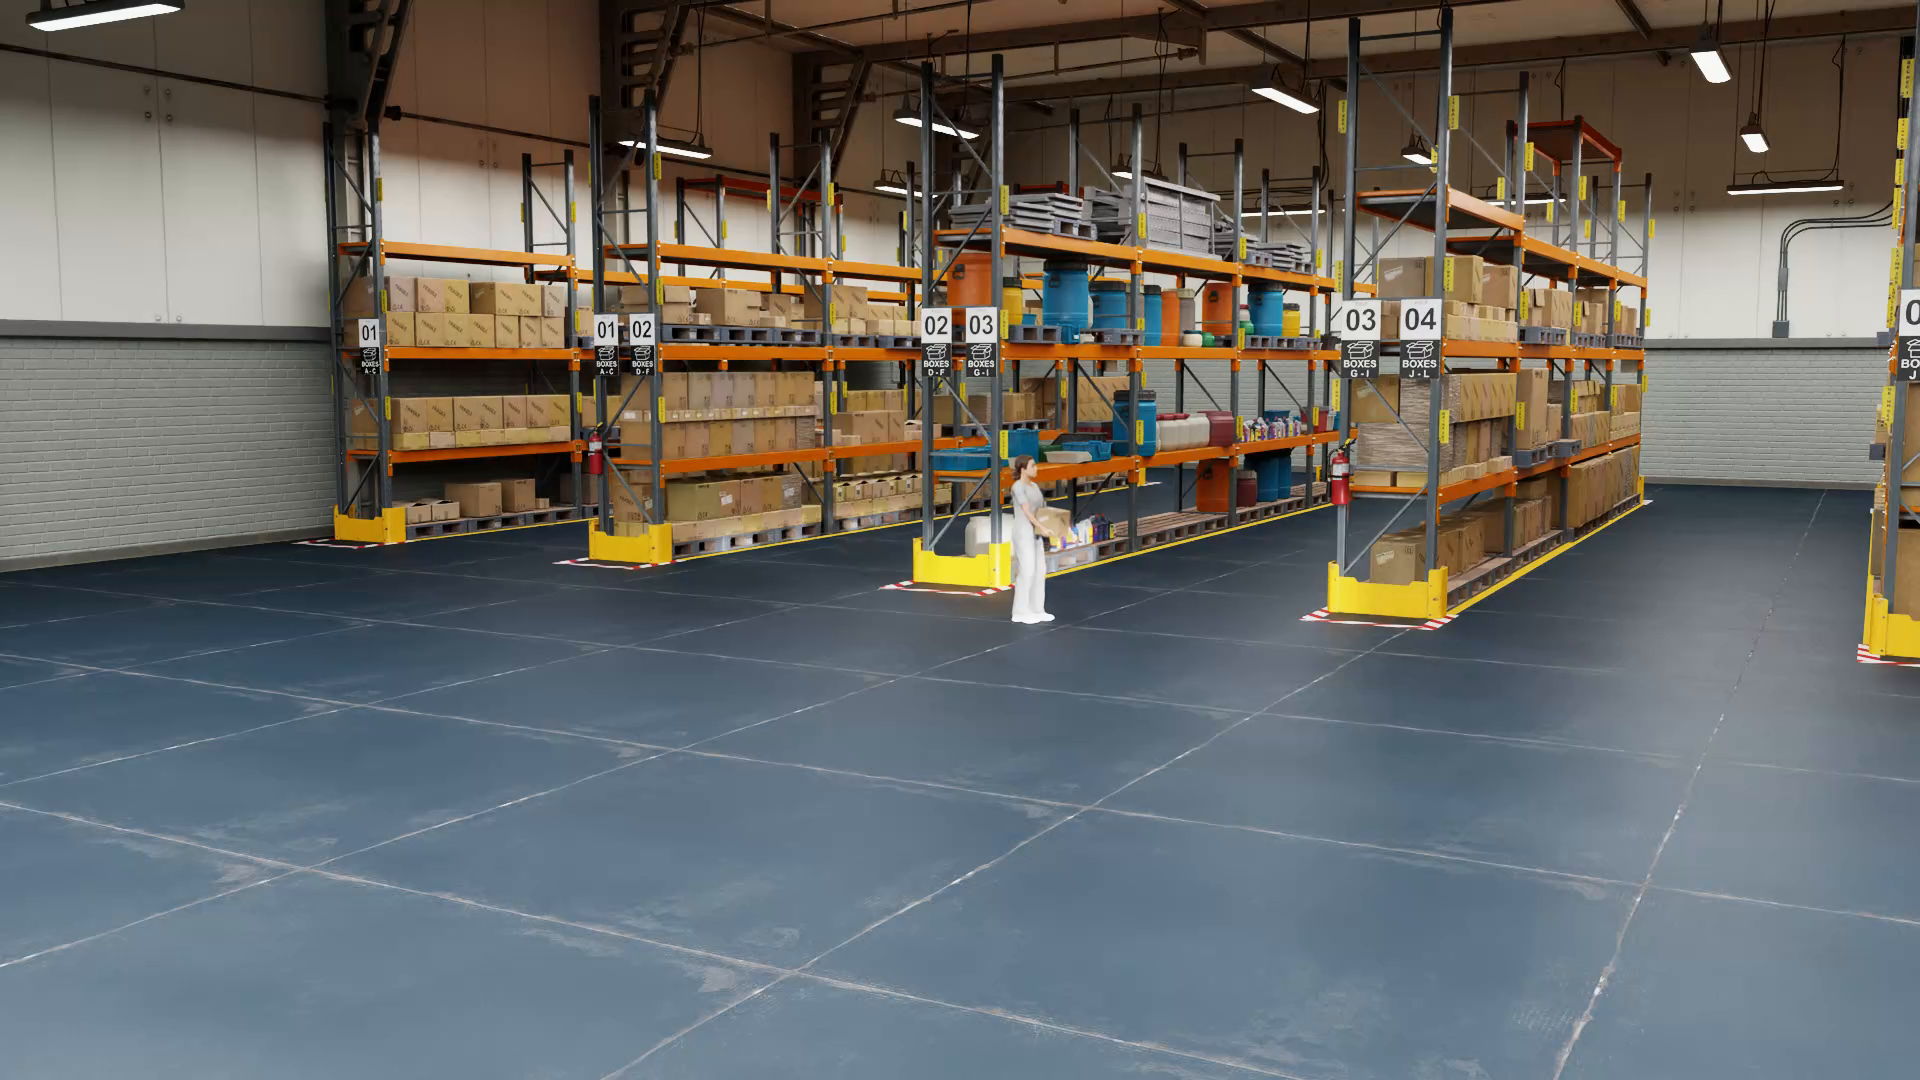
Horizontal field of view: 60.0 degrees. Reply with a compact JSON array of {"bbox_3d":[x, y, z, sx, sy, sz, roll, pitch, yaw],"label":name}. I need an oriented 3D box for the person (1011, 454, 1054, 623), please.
[{"bbox_3d":[0.747,-0.015,16.530,0.545,1.668,0.431,3,7,29],"label":"person"}]
